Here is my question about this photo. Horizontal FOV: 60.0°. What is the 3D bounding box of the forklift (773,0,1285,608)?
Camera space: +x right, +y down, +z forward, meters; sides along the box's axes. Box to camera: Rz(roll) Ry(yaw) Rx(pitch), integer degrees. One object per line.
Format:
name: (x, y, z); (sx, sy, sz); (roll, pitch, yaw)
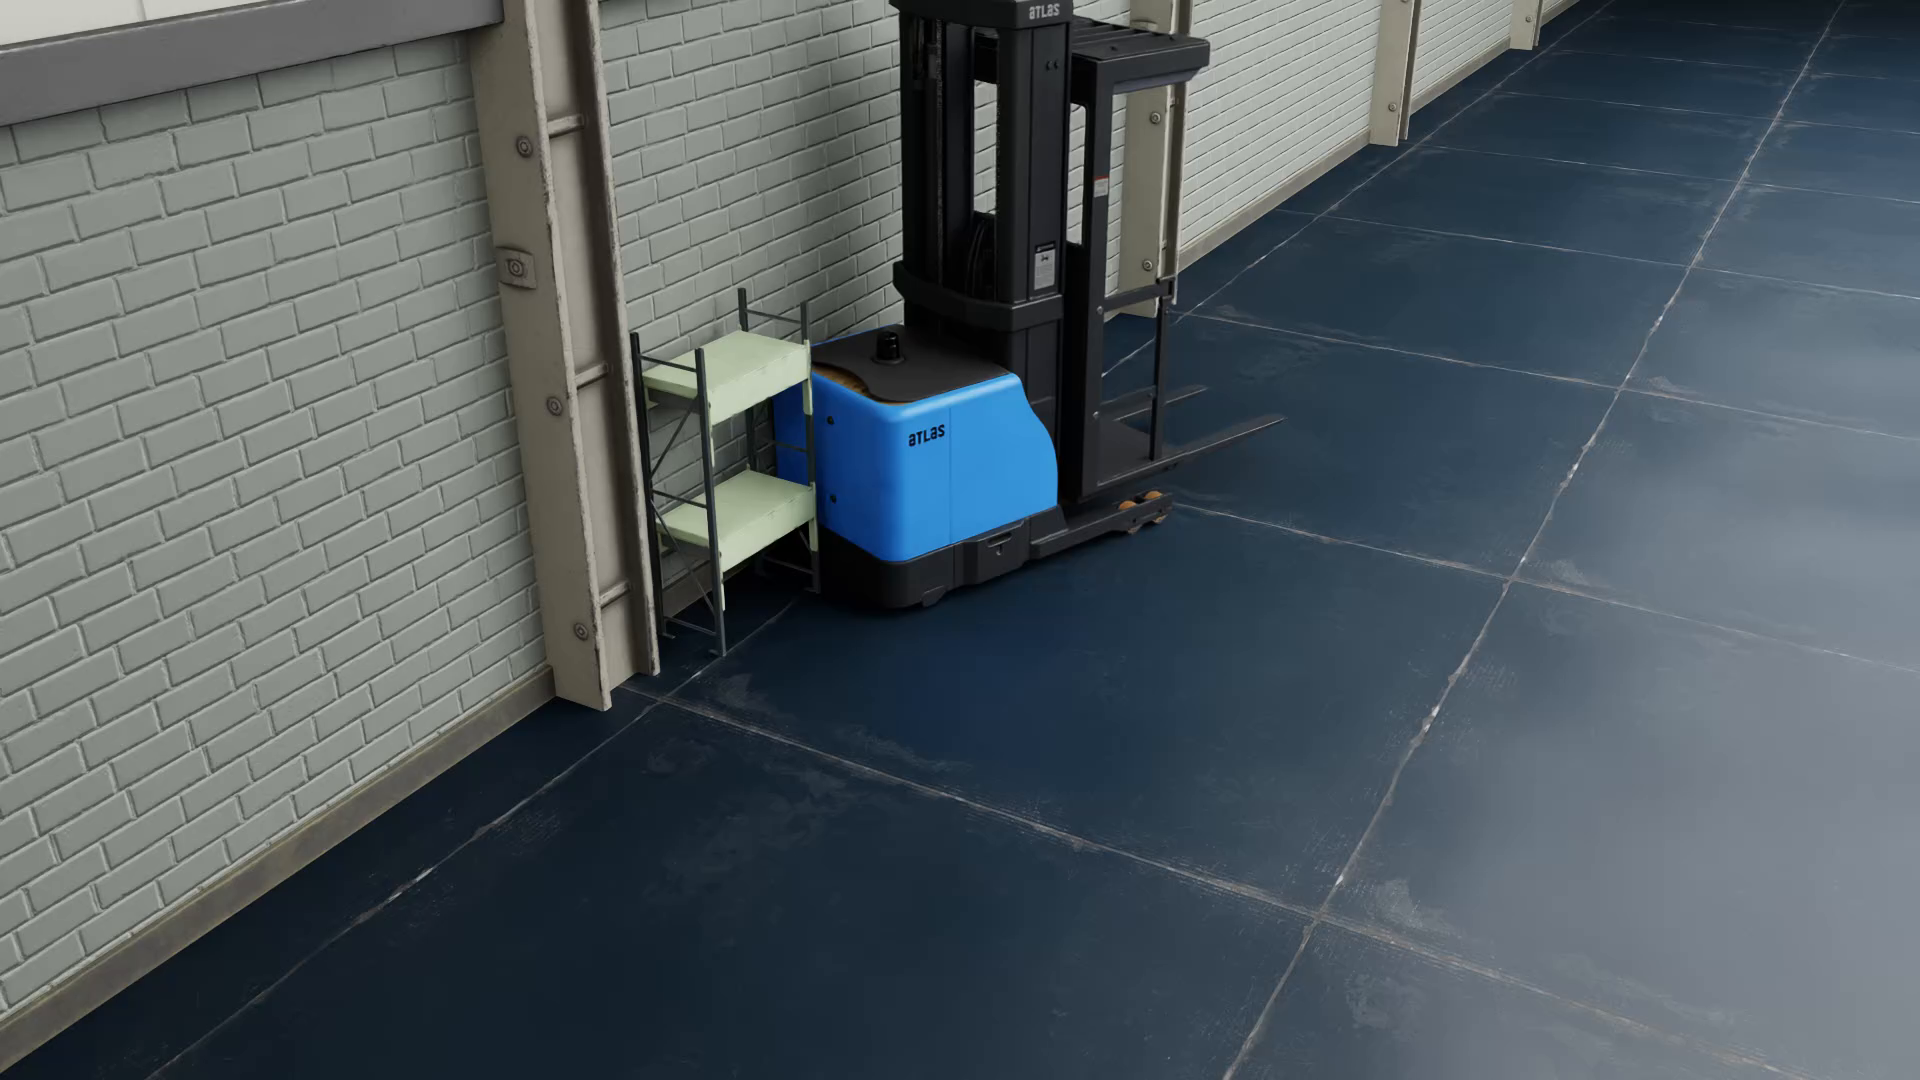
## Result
forklift: (0.515, -1.513, 8.497); (3.031, 2.935, 1.130); (-20, 33, -35)

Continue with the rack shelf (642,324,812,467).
rack shelf: (-1.058, -0.667, 7.535); (0.431, 0.370, 0.720); (16, 31, 29)

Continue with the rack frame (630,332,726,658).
rack frame: (-1.254, -0.180, 7.434); (0.400, 1.500, 0.023); (16, 31, 29)

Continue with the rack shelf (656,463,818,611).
rack shelf: (-1.058, -0.027, 7.856); (0.431, 0.370, 0.720); (16, 31, 29)

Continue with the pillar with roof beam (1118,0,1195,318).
pillar with roof beam: (5.110, -4.777, 8.239); (9.100, 9.000, 0.400); (14, 30, 26)

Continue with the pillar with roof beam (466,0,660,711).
pillar with roof beam: (2.158, -2.438, 3.568); (9.100, 9.000, 0.400); (14, 30, 26)

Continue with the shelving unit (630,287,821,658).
shelving unit: (-1.058, -0.318, 7.710); (0.431, 1.500, 0.755); (16, 31, 29)

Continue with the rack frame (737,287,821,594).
rack frame: (-0.861, -0.456, 7.986); (0.400, 1.500, 0.023); (16, 31, 29)

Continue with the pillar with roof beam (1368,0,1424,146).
pillar with roof beam: (8.062, -7.115, 12.910); (9.100, 9.000, 0.400); (14, 30, 26)

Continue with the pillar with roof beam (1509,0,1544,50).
pillar with roof beam: (11.013, -9.453, 17.581); (9.100, 9.000, 0.400); (14, 30, 26)
